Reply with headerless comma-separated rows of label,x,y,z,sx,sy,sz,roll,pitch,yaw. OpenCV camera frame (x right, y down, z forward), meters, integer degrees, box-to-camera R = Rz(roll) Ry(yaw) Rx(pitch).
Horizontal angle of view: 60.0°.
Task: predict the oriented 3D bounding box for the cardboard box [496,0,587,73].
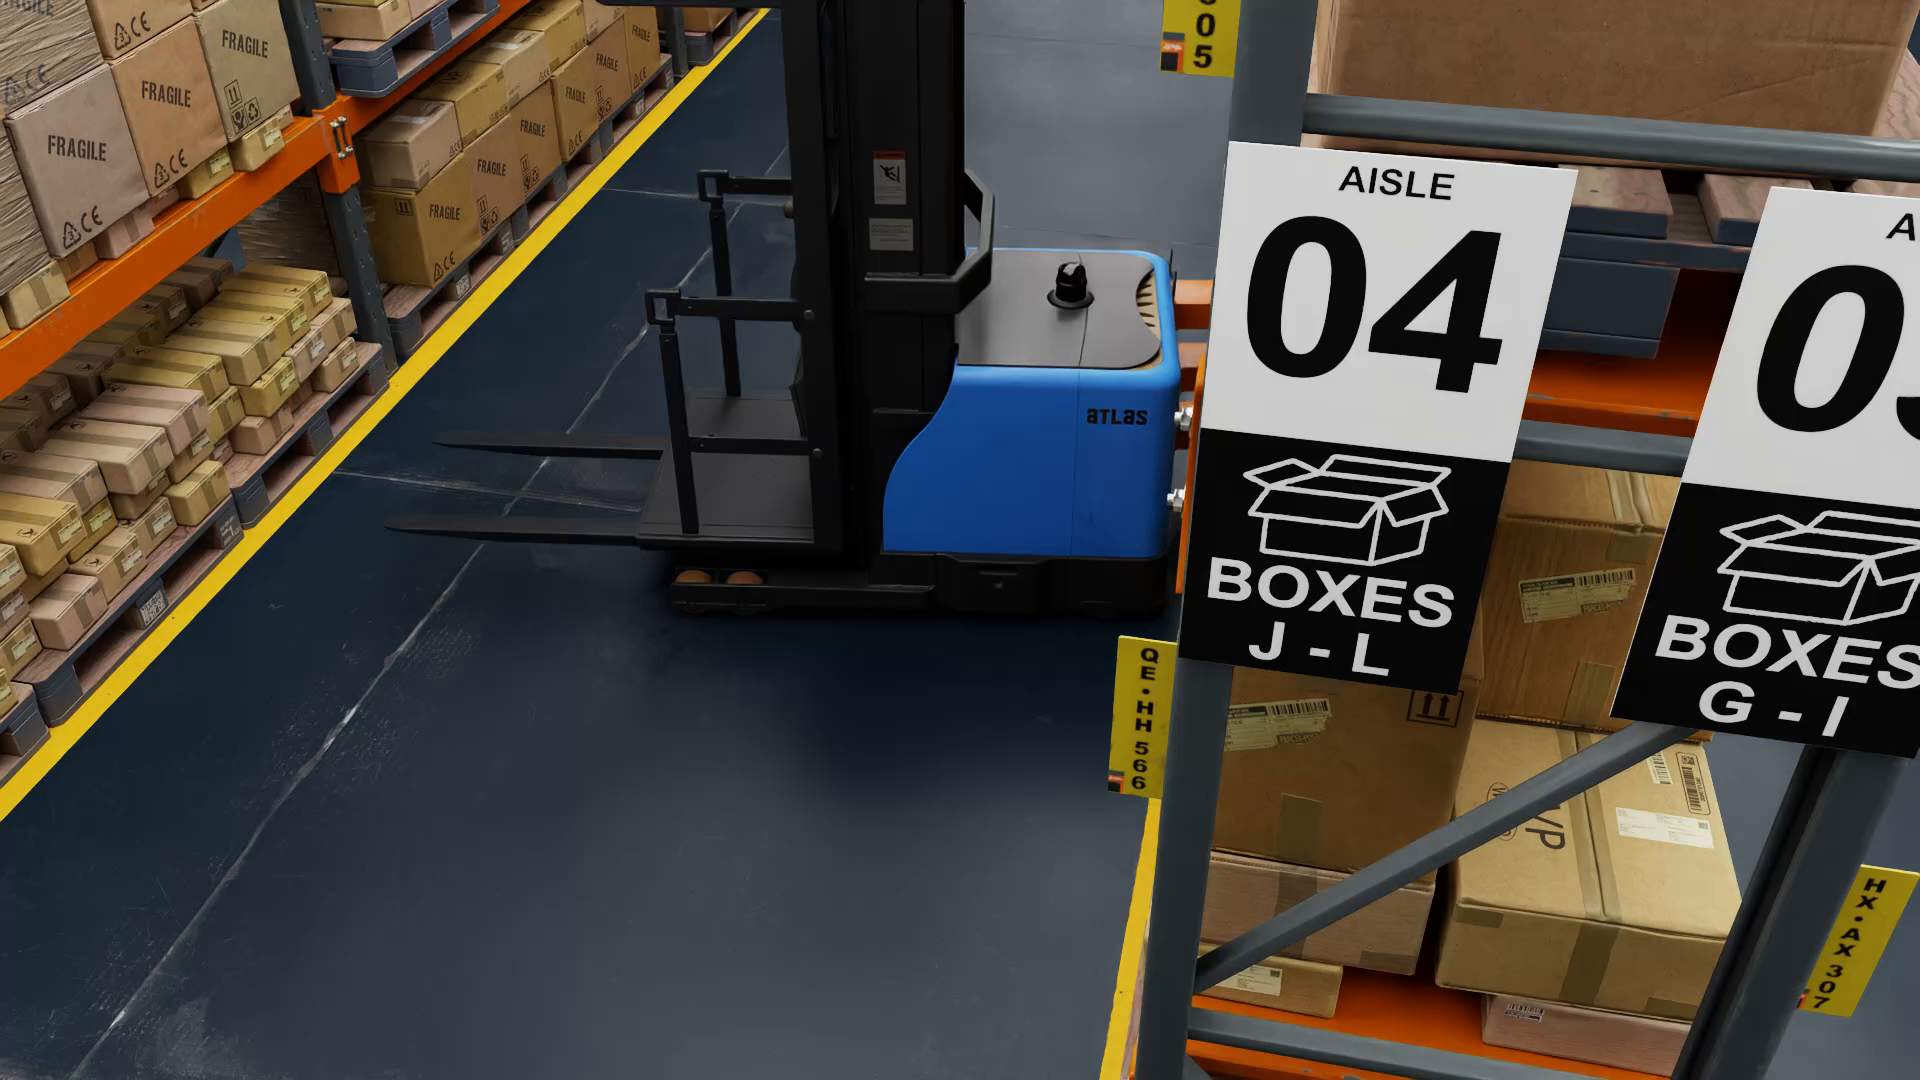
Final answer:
cardboard box,-2.409,-2.798,9.187,0.500,0.250,0.500,8,37,11

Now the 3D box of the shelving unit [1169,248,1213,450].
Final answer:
shelving unit,0.954,-0.665,6.773,0.252,1.050,0.215,0,36,1

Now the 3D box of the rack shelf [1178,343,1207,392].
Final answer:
rack shelf,0.954,-0.656,6.779,0.240,0.259,0.215,0,36,1

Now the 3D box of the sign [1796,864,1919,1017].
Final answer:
sign,1.358,0.615,2.540,0.100,0.325,0.005,7,37,10

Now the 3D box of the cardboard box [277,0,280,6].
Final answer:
cardboard box,-3.206,-2.518,7.525,0.380,0.149,0.250,8,37,10

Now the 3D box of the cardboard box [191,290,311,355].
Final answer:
cardboard box,-2.990,-0.917,7.023,0.380,0.149,0.250,8,37,11

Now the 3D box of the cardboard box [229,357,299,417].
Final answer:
cardboard box,-2.995,-0.651,6.911,0.380,0.149,0.250,6,36,8

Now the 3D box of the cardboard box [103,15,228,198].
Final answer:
cardboard box,-3.092,-1.599,6.061,0.500,0.500,0.500,6,36,9

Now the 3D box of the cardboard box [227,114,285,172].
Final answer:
cardboard box,-2.933,-1.592,6.605,0.380,0.149,0.250,6,36,9

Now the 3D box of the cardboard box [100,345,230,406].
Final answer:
cardboard box,-3.168,-0.634,6.633,0.380,0.149,0.250,8,37,11

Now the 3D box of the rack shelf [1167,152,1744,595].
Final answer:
rack shelf,1.244,-1.145,3.831,1.077,0.370,4.000,7,37,10

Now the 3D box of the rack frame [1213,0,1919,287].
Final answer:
rack frame,0.817,-1.504,1.158,1.000,3.000,0.127,7,37,10

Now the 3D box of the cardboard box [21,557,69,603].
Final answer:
cardboard box,-3.423,0.081,5.900,0.380,0.149,0.250,9,37,12

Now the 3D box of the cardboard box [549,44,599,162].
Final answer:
cardboard box,-2.395,-2.487,9.397,0.500,0.500,0.500,6,36,8

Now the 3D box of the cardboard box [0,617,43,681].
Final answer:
cardboard box,-3.437,0.375,5.749,0.380,0.149,0.250,7,37,10

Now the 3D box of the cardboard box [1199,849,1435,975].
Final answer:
cardboard box,0.661,0.554,3.304,0.500,0.250,0.500,7,36,9

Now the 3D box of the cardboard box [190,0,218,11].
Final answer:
cardboard box,-2.989,-2.311,6.191,0.500,0.500,0.500,6,36,8

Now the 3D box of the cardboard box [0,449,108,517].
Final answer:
cardboard box,-3.341,-0.182,6.010,0.380,0.149,0.250,7,37,10

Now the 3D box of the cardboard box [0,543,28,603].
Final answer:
cardboard box,-3.402,0.119,5.595,0.380,0.149,0.250,9,37,12

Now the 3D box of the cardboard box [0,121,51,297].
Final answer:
cardboard box,-3.332,-1.021,5.264,0.500,0.500,0.500,6,36,9

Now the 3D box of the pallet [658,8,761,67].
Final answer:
pallet,-2.056,-3.655,11.613,1.003,0.211,1.213,7,37,10

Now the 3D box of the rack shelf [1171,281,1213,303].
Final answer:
rack shelf,0.954,-0.941,6.572,0.229,0.087,0.184,0,36,1

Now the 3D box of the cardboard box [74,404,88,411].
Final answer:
cardboard box,-3.586,-0.562,6.787,0.380,0.149,0.250,6,36,8

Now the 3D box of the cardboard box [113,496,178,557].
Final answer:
cardboard box,-3.246,-0.062,6.351,0.380,0.149,0.250,8,37,11

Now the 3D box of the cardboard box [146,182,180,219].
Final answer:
cardboard box,-3.171,-1.307,6.212,0.380,0.149,0.250,6,36,9

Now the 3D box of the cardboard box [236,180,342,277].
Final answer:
cardboard box,-3.241,-1.662,8.259,0.500,0.500,0.500,7,36,9

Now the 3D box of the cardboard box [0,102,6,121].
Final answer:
cardboard box,-3.312,-1.423,4.967,0.500,0.500,0.500,6,36,8

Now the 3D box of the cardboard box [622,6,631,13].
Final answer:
cardboard box,-2.188,-3.378,9.988,0.500,0.250,0.500,6,36,9

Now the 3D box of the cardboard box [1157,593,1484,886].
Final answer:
cardboard box,0.664,0.249,3.086,0.500,0.500,0.500,8,37,11

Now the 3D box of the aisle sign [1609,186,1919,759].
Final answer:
aisle sign,1.095,-0.049,2.046,0.394,0.787,0.004,7,37,10

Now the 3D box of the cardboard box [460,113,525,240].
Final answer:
cardboard box,-2.624,-1.900,8.588,0.500,0.500,0.500,9,37,12

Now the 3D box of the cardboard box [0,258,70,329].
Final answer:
cardboard box,-3.248,-0.848,5.578,0.380,0.149,0.250,8,37,11

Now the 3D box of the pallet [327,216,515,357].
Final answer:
pallet,-2.988,-1.366,8.454,1.003,0.211,1.213,7,37,10

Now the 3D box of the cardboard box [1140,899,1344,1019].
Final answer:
cardboard box,0.571,0.781,3.331,0.380,0.149,0.250,8,37,11

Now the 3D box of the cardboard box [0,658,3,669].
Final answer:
cardboard box,-3.404,0.406,5.452,0.380,0.149,0.250,8,37,11

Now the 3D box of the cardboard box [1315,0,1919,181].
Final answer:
cardboard box,0.876,-0.846,2.277,0.700,0.500,0.500,5,36,7

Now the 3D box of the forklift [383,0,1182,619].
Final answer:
forklift,-0.709,-1.209,5.921,3.031,2.935,1.130,2,36,2

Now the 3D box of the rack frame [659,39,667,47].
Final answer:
rack frame,-2.295,-4.341,10.183,0.949,2.616,0.053,7,37,10

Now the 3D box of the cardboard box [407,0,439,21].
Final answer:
cardboard box,-2.565,-2.444,7.423,0.380,0.149,0.250,8,37,11

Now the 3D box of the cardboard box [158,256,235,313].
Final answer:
cardboard box,-3.428,-1.133,7.322,0.380,0.149,0.250,9,37,12

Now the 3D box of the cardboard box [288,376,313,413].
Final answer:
cardboard box,-3.041,-0.658,7.173,0.380,0.149,0.250,8,37,11

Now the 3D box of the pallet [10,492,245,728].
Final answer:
pallet,-3.520,0.172,6.333,1.003,0.211,1.213,7,37,10

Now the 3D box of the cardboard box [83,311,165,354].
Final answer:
cardboard box,-3.551,-0.832,6.906,0.380,0.149,0.250,7,36,9
